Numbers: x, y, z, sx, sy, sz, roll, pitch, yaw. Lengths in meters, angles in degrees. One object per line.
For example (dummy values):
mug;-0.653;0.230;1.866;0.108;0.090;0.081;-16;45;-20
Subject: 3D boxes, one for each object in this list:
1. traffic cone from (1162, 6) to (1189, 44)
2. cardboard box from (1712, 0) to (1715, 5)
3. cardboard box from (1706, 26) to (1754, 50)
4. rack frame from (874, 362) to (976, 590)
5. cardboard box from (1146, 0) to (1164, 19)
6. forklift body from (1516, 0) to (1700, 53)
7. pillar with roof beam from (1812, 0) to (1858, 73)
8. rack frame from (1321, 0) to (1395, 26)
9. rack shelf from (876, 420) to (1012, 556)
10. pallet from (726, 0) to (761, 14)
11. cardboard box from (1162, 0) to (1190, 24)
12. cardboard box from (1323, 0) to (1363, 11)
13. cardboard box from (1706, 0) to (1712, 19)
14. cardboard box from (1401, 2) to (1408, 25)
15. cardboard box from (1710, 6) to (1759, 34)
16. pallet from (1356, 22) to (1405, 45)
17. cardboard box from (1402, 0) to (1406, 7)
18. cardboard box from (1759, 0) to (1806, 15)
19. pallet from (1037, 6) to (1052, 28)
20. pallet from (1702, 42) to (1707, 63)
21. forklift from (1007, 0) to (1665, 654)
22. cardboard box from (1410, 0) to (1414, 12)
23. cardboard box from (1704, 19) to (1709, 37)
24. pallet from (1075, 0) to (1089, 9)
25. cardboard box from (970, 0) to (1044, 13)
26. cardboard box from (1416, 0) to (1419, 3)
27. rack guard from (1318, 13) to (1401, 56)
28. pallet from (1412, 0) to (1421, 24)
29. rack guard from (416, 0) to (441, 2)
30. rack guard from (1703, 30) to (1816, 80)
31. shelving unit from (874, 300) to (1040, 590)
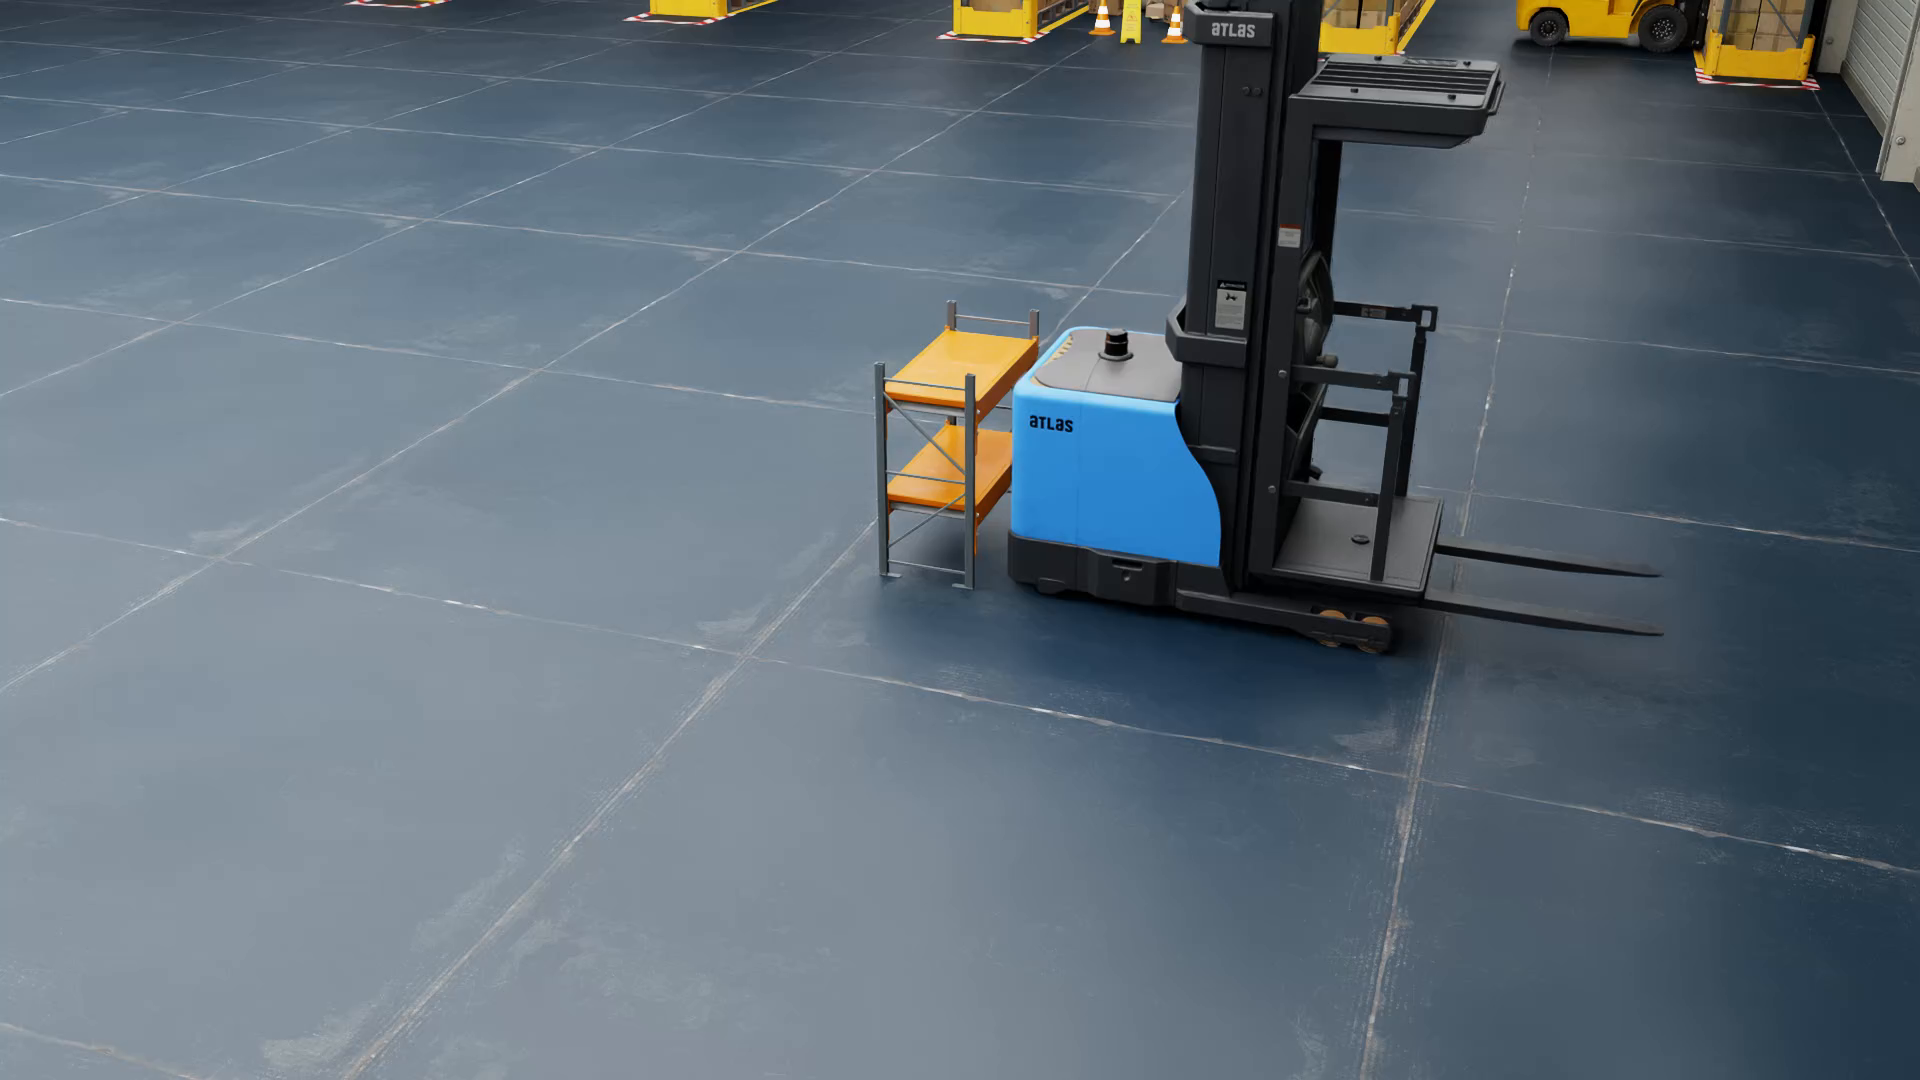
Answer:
traffic cone;2.974;-7.103;22.890;0.336;0.463;0.334;9;27;17
cardboard box;9.913;-6.988;21.268;0.500;0.250;0.500;9;27;18
cardboard box;9.748;-6.332;21.060;0.500;0.250;0.500;9;27;18
rack frame;-0.167;-0.300;8.079;0.500;1.125;0.032;9;27;17
cardboard box;3.002;-7.976;24.919;0.396;0.266;0.258;14;29;26
forklift body;8.800;-7.804;22.399;2.313;2.155;1.214;9;27;17
pillar with roof beam;6.911;-10.622;20.362;9.100;9.000;0.400;9;27;17
rack frame;5.207;-7.860;21.542;1.000;3.000;0.127;9;27;17
rack shelf;0.002;-0.289;8.617;0.538;0.278;1.000;9;27;17
pallet;-3.809;-8.402;25.861;1.003;0.211;1.213;9;27;17
cardboard box;3.404;-7.826;24.335;0.797;0.503;0.637;-9;27;-18
cardboard box;5.228;-7.516;22.644;0.500;0.500;0.500;9;27;18
cardboard box;10.085;-6.983;21.831;0.500;0.250;0.500;8;27;16
cardboard box;5.913;-7.312;23.082;0.500;0.250;0.500;10;27;19
cardboard box;9.756;-6.564;20.964;0.500;0.250;0.500;8;27;17
pallet;5.536;-6.965;22.893;1.003;0.211;1.213;9;27;17
cardboard box;5.914;-7.666;22.954;0.500;0.500;0.500;8;27;16
cardboard box;10.228;-6.713;20.700;0.500;0.250;0.500;8;27;17
pallet;0.698;-7.621;24.249;1.003;0.211;1.213;9;27;17
pallet;10.104;-6.207;21.328;1.003;0.211;1.213;9;27;17
forklift;1.809;-1.057;7.571;3.031;2.935;1.130;9;27;18
cardboard box;6.254;-7.745;23.977;0.500;0.250;0.500;9;27;18
cardboard box;10.097;-6.739;21.901;0.500;0.250;0.500;9;27;18
pallet;1.510;-8.624;26.320;1.003;0.211;1.213;9;27;17
cardboard box;0.669;-8.057;23.906;0.875;0.875;0.875;9;27;18
cardboard box;6.595;-8.173;24.862;0.500;0.250;0.500;10;28;20
rack guard;5.232;-6.766;22.151;1.175;0.500;0.348;9;27;17
pallet;6.348;-7.968;24.964;1.003;0.211;1.213;9;27;17
rack guard;-8.828;-8.929;26.617;1.175;0.500;0.348;9;27;17
rack guard;9.881;-6.007;20.583;1.175;0.500;0.348;9;27;17
shelving unit;0.002;-0.509;8.511;0.538;1.125;1.048;9;27;17
